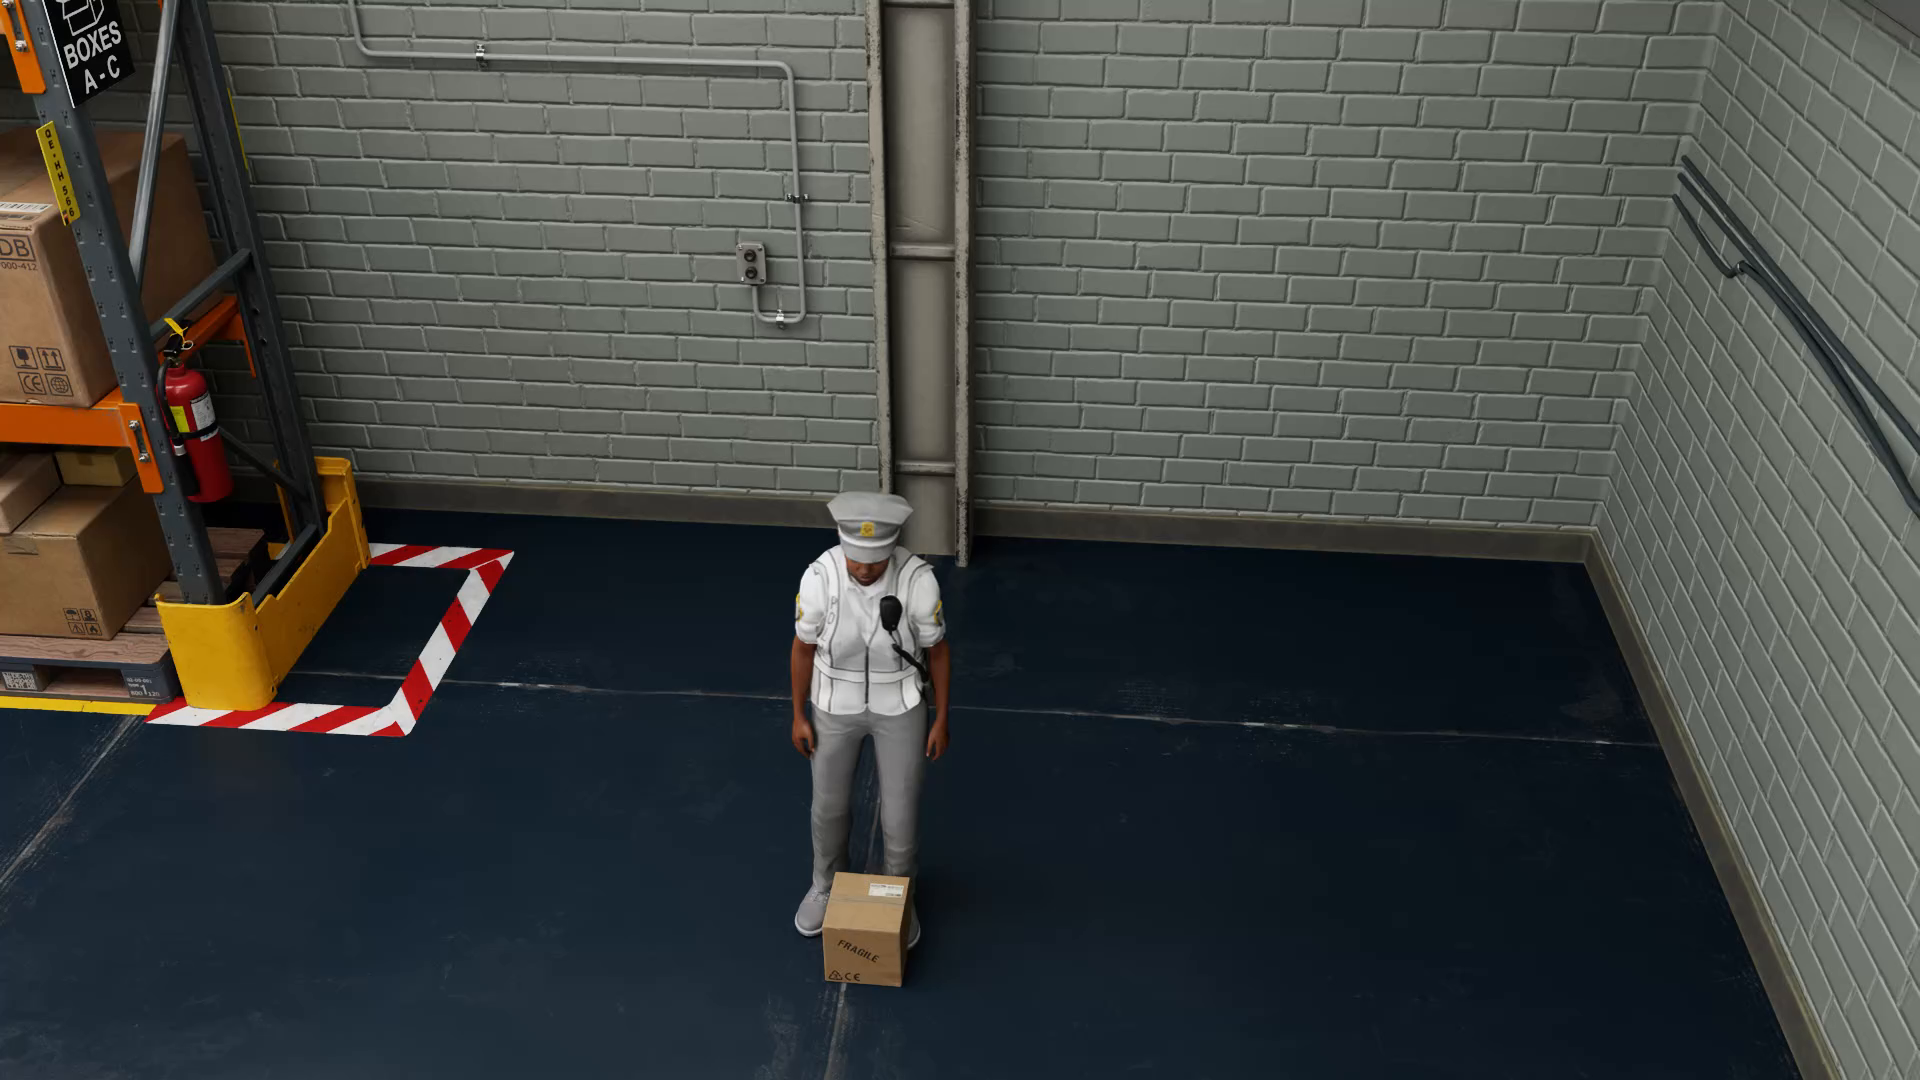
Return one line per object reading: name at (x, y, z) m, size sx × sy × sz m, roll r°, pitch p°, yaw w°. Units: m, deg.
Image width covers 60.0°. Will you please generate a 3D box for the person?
person at (-0.291, 0.558, 5.247) m, size 0.525 × 1.661 × 0.418 m, roll 2°, pitch 32°, yaw 2°
